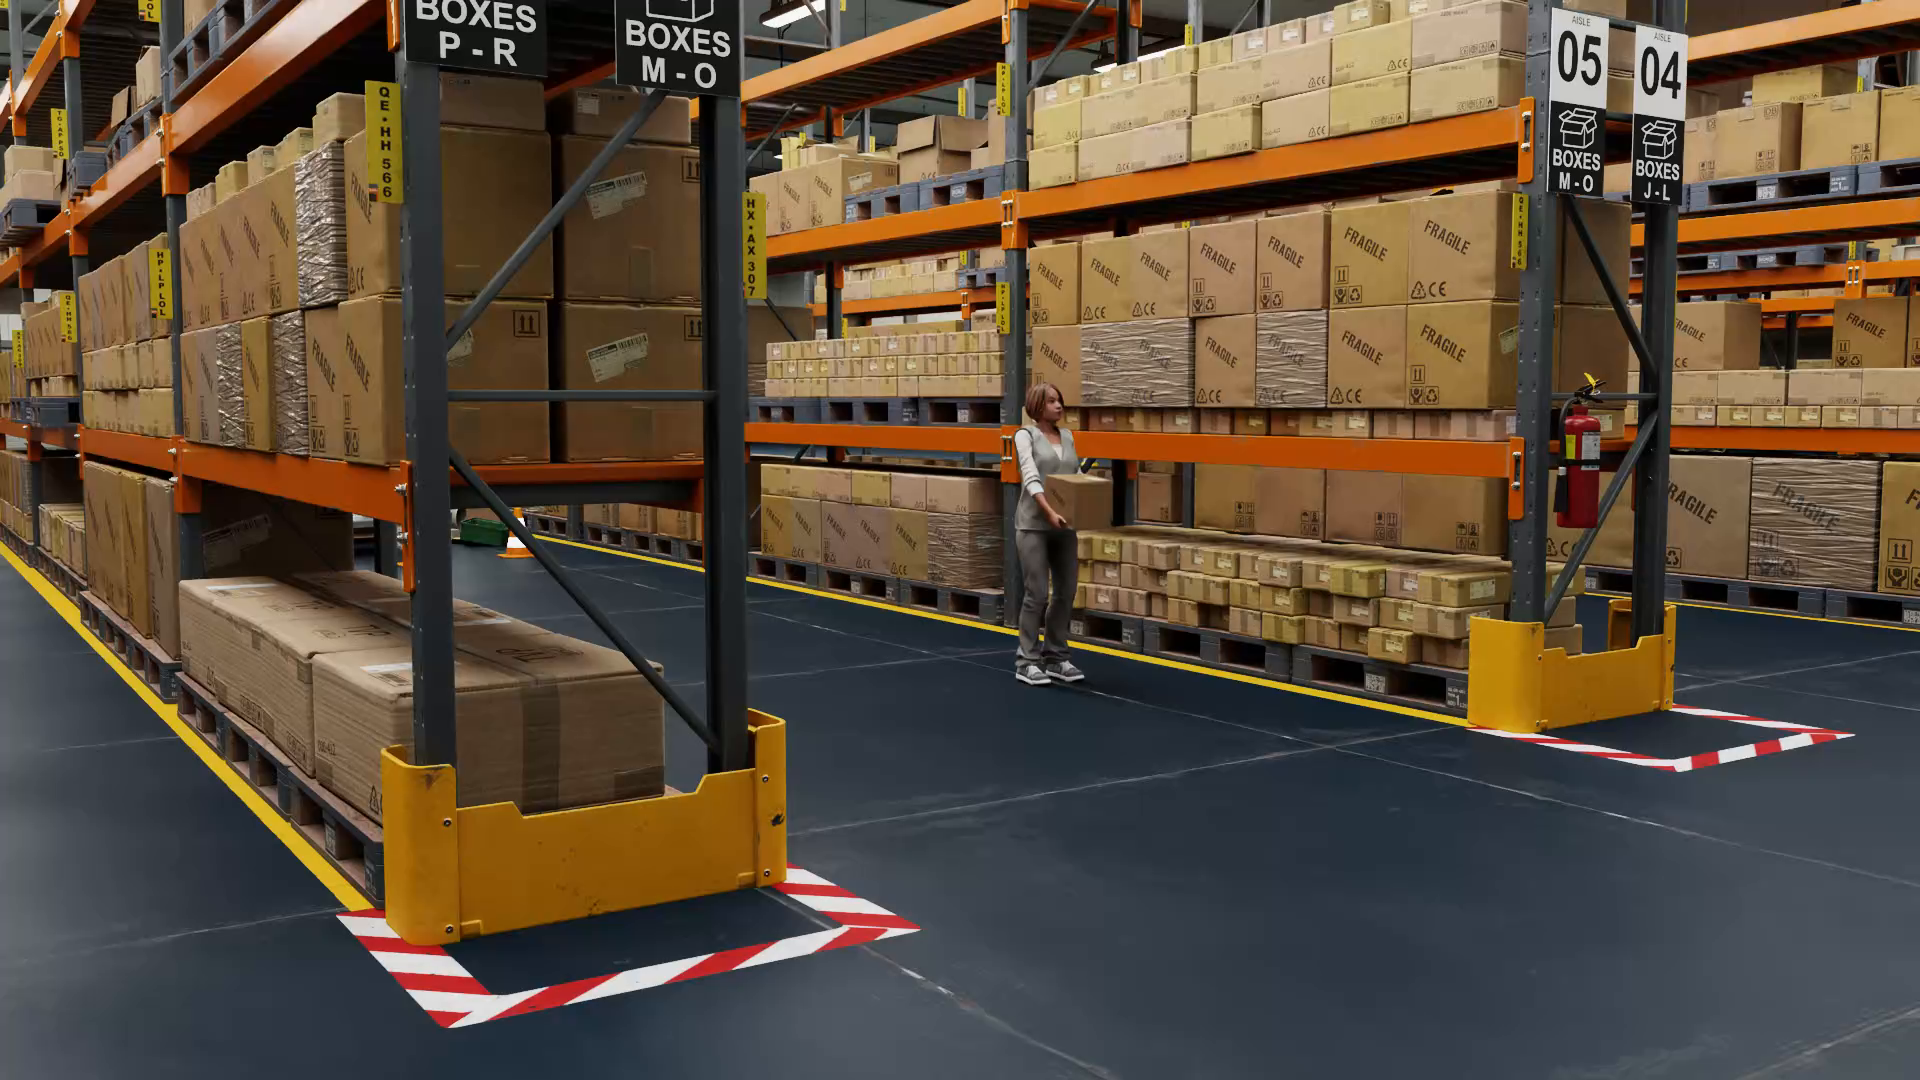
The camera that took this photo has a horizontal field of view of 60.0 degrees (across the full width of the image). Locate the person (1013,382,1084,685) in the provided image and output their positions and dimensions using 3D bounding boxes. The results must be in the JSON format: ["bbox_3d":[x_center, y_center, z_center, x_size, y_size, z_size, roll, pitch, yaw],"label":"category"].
[{"bbox_3d":[0.514,-0.035,8.746,0.407,1.588,0.497,-3,6,-34],"label":"person"}]
